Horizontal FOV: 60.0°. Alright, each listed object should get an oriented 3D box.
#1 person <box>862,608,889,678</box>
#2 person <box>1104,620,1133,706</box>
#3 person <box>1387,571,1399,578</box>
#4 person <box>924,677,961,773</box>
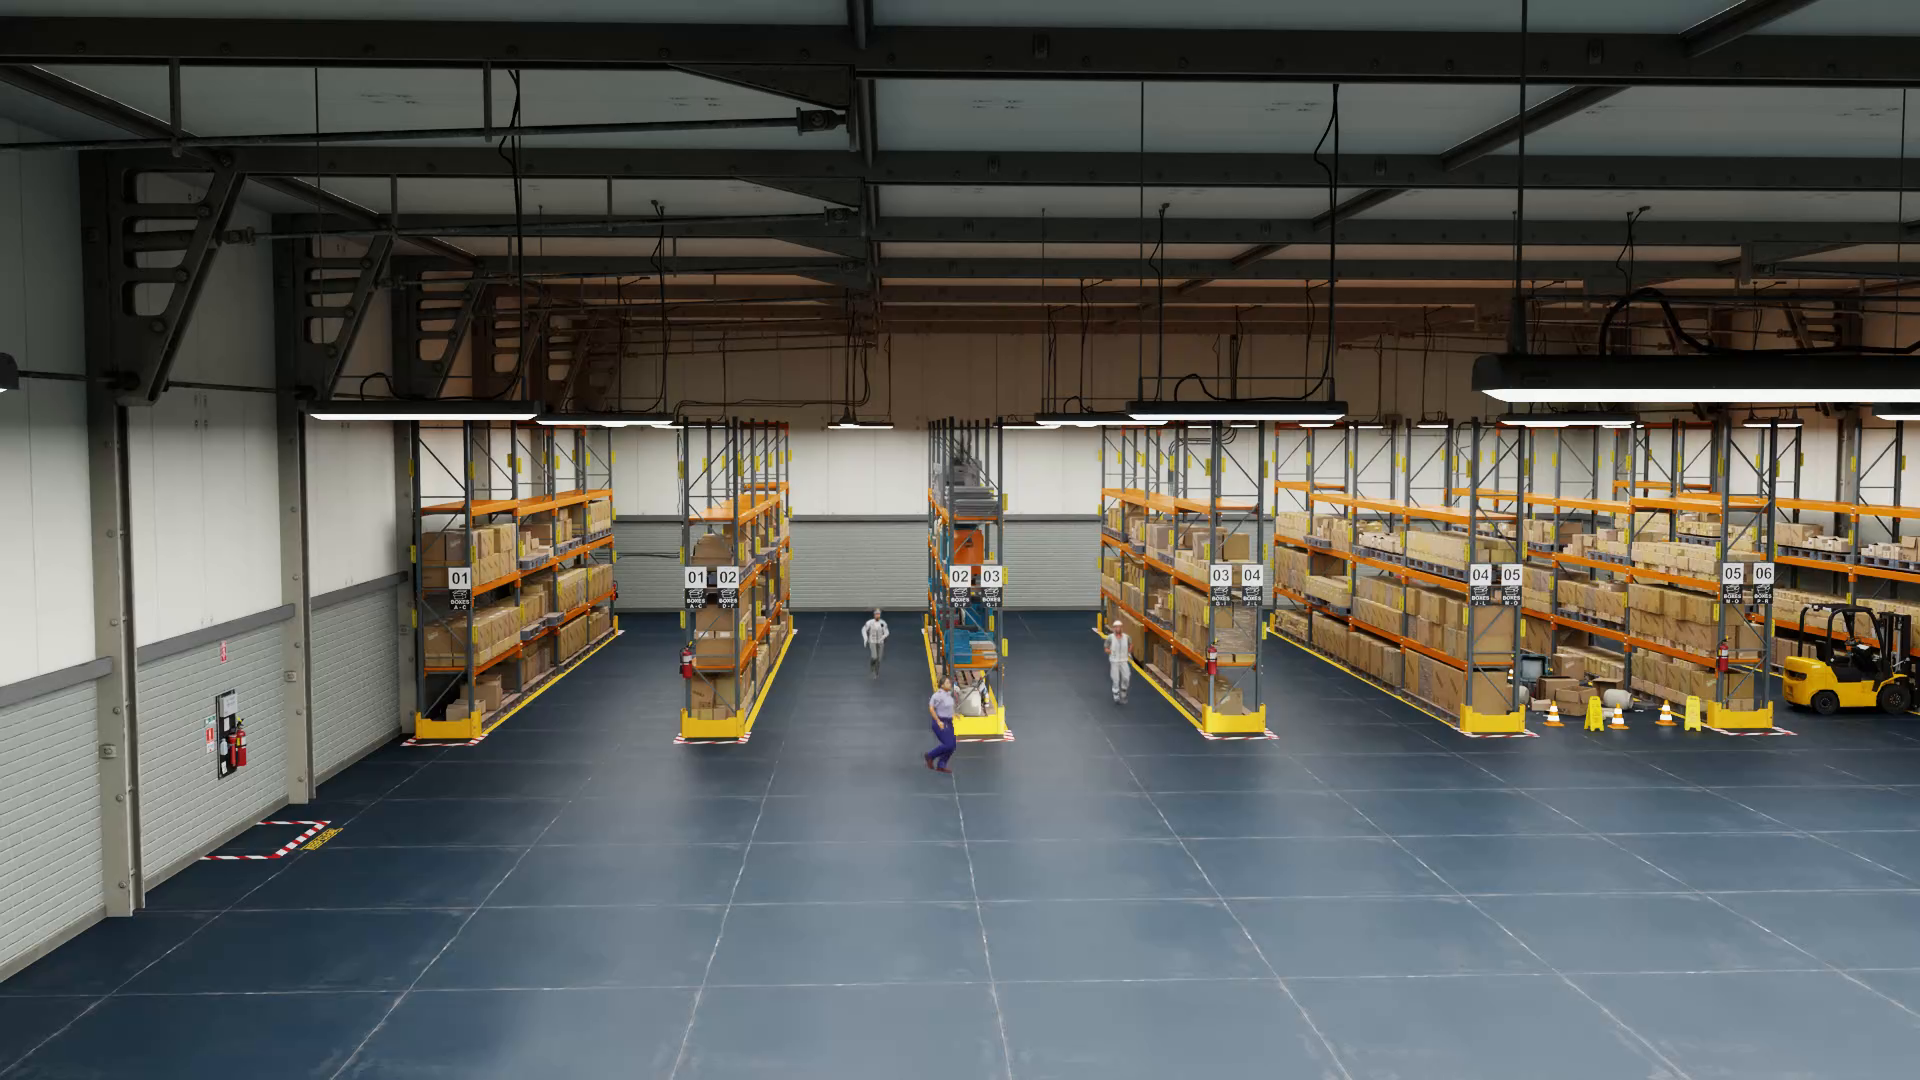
[{"bbox_3d":[-1.923,2.383,38.293,0.583,1.646,0.700,-1,4,-15],"label":"person"},{"bbox_3d":[3.327,2.572,34.696,0.628,1.784,0.692,0,4,-3],"label":"person"},{"bbox_3d":[12.776,1.625,49.333,0.884,1.731,0.672,0,4,5],"label":"person"},{"bbox_3d":[-0.289,3.102,27.949,0.549,1.619,0.621,2,4,22],"label":"person"}]
